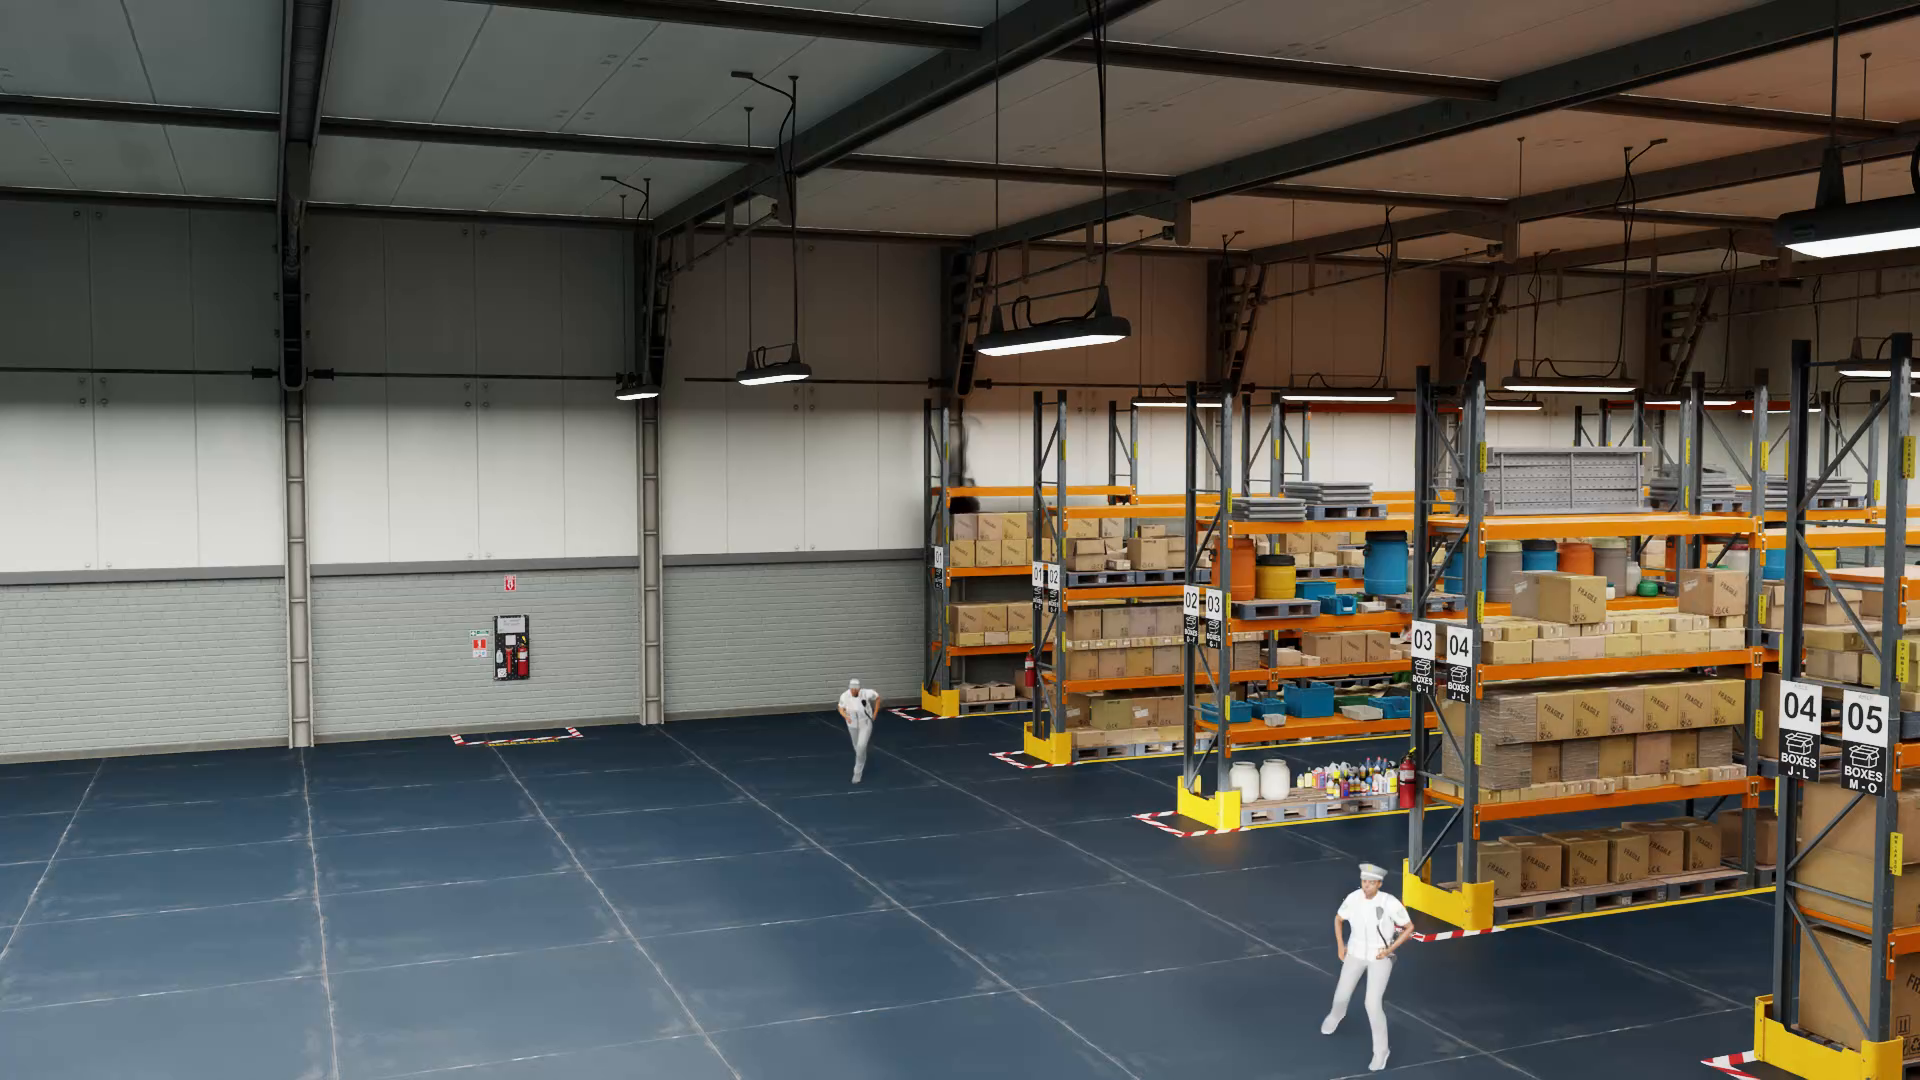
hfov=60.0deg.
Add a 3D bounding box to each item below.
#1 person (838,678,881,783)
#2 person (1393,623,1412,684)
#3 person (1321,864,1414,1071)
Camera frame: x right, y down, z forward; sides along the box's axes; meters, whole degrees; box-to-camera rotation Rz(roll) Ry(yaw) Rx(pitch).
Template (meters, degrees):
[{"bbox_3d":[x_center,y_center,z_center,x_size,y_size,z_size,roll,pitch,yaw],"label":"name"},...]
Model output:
[{"bbox_3d":[-1.538,2.894,25.634,0.644,1.627,1.036,0,3,5],"label":"person"},{"bbox_3d":[8.839,2.364,32.772,0.845,1.774,0.655,-1,4,-24],"label":"person"},{"bbox_3d":[3.405,3.529,14.038,0.822,1.693,0.707,2,4,30],"label":"person"}]
